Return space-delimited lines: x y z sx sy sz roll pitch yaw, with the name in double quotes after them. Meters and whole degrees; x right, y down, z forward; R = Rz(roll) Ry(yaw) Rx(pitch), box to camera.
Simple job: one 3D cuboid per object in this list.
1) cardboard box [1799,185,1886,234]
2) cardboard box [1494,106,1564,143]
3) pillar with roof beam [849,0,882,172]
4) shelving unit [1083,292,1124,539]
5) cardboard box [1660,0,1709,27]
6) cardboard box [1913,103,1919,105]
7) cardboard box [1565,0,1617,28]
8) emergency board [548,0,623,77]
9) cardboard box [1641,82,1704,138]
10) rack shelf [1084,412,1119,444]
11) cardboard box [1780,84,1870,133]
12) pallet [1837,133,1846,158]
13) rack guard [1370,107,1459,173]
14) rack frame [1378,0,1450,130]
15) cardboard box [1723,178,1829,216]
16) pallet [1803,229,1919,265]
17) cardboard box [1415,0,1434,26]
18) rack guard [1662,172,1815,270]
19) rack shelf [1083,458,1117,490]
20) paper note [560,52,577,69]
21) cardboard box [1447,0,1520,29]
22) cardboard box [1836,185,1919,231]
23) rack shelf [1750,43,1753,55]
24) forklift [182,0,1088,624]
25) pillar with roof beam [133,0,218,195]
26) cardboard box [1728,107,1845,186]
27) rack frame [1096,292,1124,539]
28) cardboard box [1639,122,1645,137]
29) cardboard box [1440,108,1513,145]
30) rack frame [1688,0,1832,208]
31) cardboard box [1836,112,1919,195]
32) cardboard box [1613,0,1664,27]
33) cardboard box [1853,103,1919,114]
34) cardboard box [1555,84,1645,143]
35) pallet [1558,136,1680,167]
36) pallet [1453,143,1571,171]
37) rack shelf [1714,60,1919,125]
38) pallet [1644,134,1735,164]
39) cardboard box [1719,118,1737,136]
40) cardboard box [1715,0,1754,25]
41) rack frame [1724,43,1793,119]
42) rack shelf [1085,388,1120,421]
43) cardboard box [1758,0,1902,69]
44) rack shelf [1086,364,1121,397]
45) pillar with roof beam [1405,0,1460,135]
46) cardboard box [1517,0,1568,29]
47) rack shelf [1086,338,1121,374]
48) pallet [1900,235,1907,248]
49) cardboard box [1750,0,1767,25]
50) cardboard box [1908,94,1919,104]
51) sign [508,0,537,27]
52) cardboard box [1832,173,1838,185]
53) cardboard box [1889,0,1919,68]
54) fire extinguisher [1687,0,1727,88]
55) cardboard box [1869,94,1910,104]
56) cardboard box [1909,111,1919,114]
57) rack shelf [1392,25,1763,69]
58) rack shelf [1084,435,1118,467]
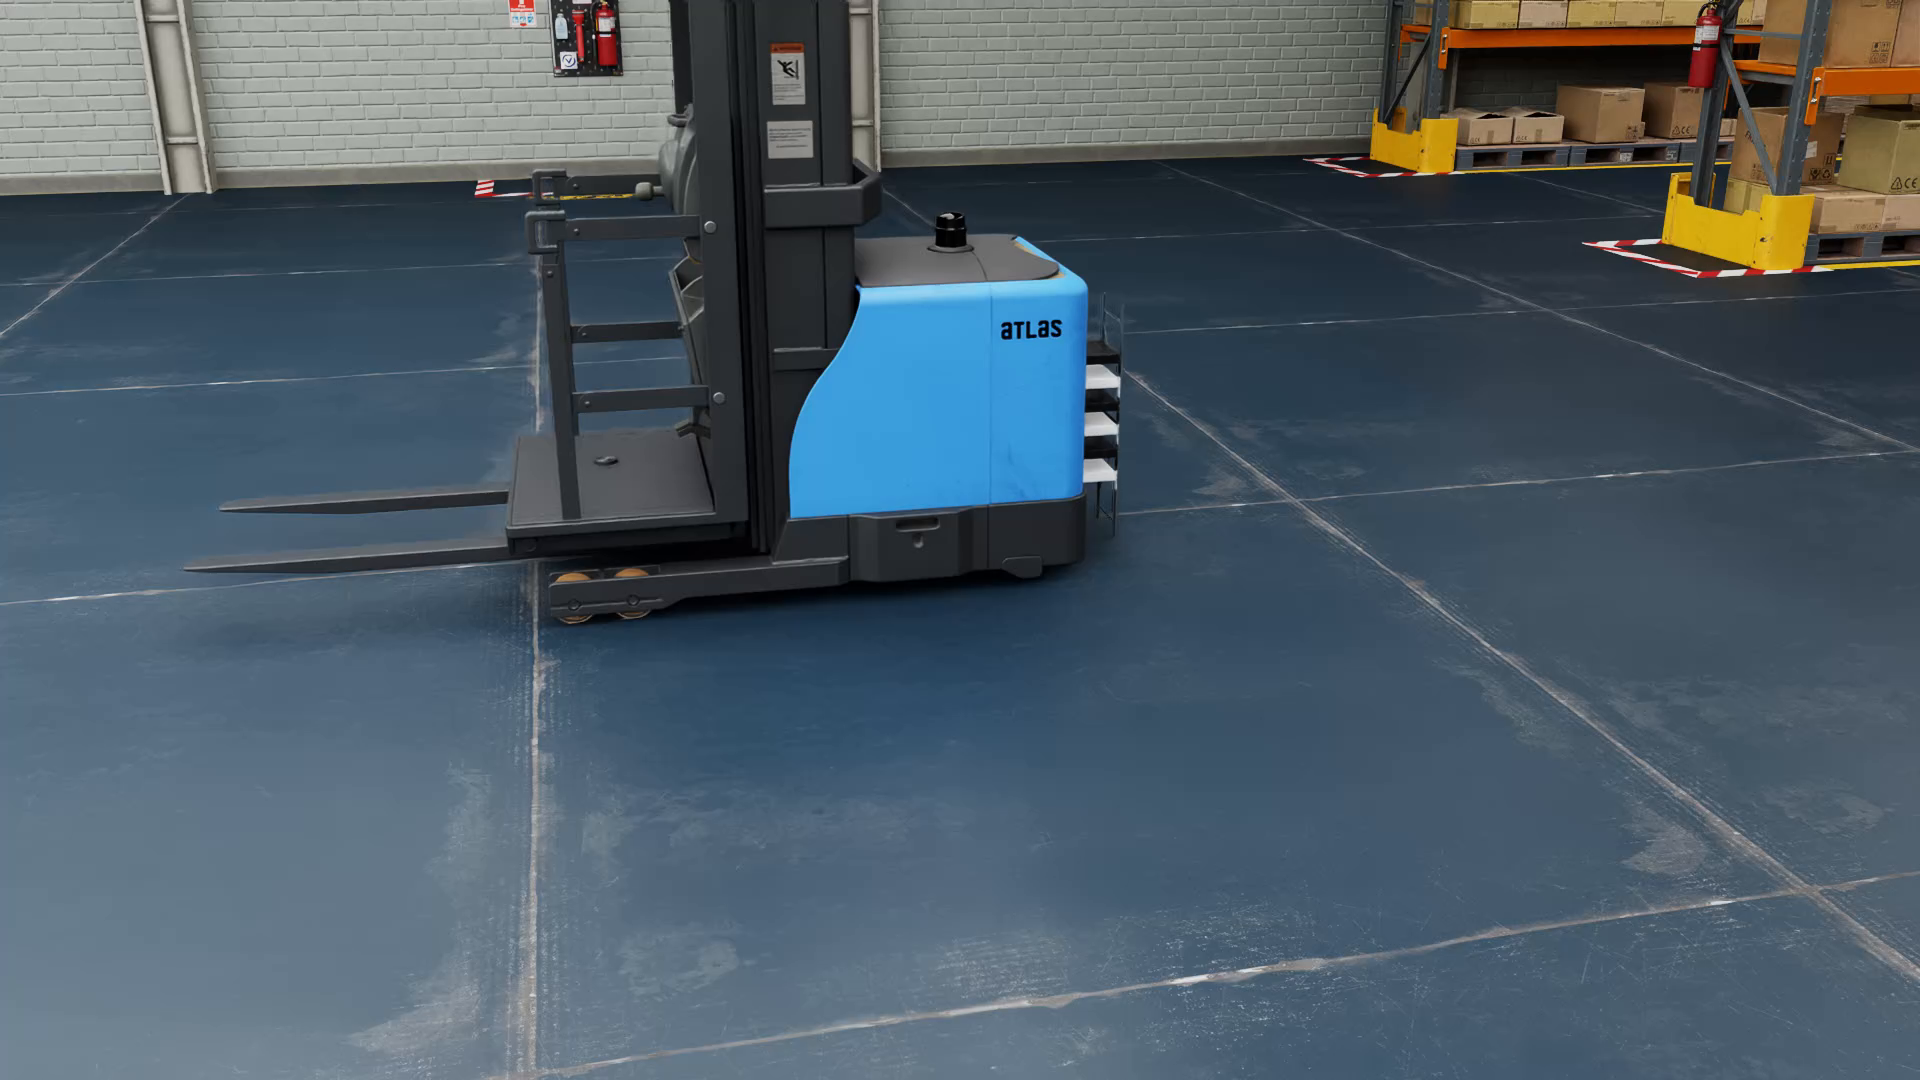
6.093 -2.325 11.688 0.500 0.250 0.500 -5 21 -12 "cardboard box"
5.626 -4.123 16.477 0.500 0.311 0.500 -3 20 -8 "cardboard box"
0.011 -6.355 10.580 0.400 9.000 9.100 -5 21 -12 "pillar with roof beam"
0.465 -0.458 6.256 0.210 0.900 0.258 -4 21 -12 "shelving unit"
6.906 -5.144 16.184 0.500 0.250 0.500 -5 21 -13 "cardboard box"
7.430 -2.974 12.370 0.500 0.500 0.500 -5 21 -12 "cardboard box"
5.924 -5.064 15.968 0.500 0.250 0.500 -5 21 -13 "cardboard box"
-3.394 -4.796 15.046 0.643 1.169 0.194 -5 21 -12 "emergency board"
7.269 -4.363 16.858 0.500 0.500 0.500 -6 21 -17 "cardboard box"
0.465 -0.426 6.267 0.200 0.077 0.258 -4 21 -12 "rack shelf"
8.982 -4.522 17.293 0.500 0.500 0.700 -4 20 -11 "cardboard box"
9.027 -4.178 17.414 1.213 0.211 1.003 -5 21 -12 "pallet"
4.451 -3.941 16.346 0.348 0.500 1.175 -5 21 -12 "rack guard"
4.377 -5.109 15.900 0.127 3.000 1.000 -5 21 -12 "rack frame"
5.974 -2.498 12.161 0.500 0.250 0.500 -5 21 -12 "cardboard box"
6.255 -2.216 12.057 1.213 0.211 1.003 -5 21 -12 "pallet"
4.787 -5.150 16.201 0.500 0.250 0.500 -4 21 -12 "cardboard box"
5.497 -2.275 11.799 0.348 0.500 1.175 -5 21 -12 "rack guard"
0.465 -0.257 6.329 0.200 0.077 0.258 -4 21 -12 "rack shelf"
-3.582 -4.391 15.223 0.142 0.148 0.016 -5 21 -12 "paper note"
4.925 -4.980 15.738 0.500 0.250 0.500 -5 21 -14 "cardboard box"
6.579 -2.366 11.799 0.500 0.250 0.500 -5 21 -12 "cardboard box"
10.216 -5.246 17.320 4.000 0.370 1.077 -5 21 -12 "rack shelf"
-1.123 -1.295 5.589 3.031 2.935 1.130 -4 21 -12 "forklift"
-5.828 -5.880 9.283 0.400 9.000 9.100 -5 21 -12 "pillar with roof beam"
5.974 -2.851 12.034 0.500 0.500 0.500 -5 21 -12 "cardboard box"
0.564 -0.465 6.276 0.006 0.900 0.240 -4 21 -12 "rack frame"
6.708 -4.173 16.852 0.250 0.149 0.380 -6 21 -17 "cardboard box"
5.071 -4.077 16.354 0.500 0.311 0.500 -7 21 -19 "cardboard box"
5.520 -3.451 11.374 0.127 3.000 1.000 -5 21 -12 "rack frame"
6.580 -2.717 11.668 0.500 0.500 0.500 -5 21 -12 "cardboard box"
6.416 -5.104 16.075 0.500 0.250 0.500 -4 21 -12 "cardboard box"
6.944 -2.935 12.263 0.500 0.500 0.500 -5 21 -12 "cardboard box"
6.351 -4.253 16.558 0.500 0.500 0.700 -6 21 -16 "cardboard box"
6.434 -3.953 16.800 1.213 0.211 1.003 -5 21 -12 "pallet"
5.249 -3.858 16.539 1.213 0.211 1.003 -5 21 -12 "pallet"
7.467 -3.271 11.930 4.000 0.370 1.077 -5 21 -12 "rack shelf"
7.624 -4.051 17.067 1.213 0.211 1.003 -5 21 -12 "pallet"
7.756 -4.249 17.033 0.250 0.166 0.380 -7 21 -20 "cardboard box"
7.391 -5.189 16.307 0.500 0.250 0.500 -5 21 -12 "cardboard box"
8.269 -5.425 16.764 0.127 3.000 1.000 -5 21 -12 "rack frame"
0.465 -0.511 6.236 0.200 0.077 0.258 -4 21 -12 "rack shelf"
5.978 -3.530 11.446 0.500 0.500 0.700 -5 21 -12 "cardboard box"
0.465 -0.595 6.205 0.200 0.077 0.258 -4 21 -12 "rack shelf"
5.850 -6.830 11.876 0.400 9.000 9.100 -5 21 -12 "pillar with roof beam"
5.427 -5.026 15.863 0.500 0.250 0.500 -5 21 -14 "cardboard box"
0.465 -0.680 6.174 0.200 0.077 0.258 -4 21 -12 "rack shelf"
7.440 -2.311 12.318 1.213 0.211 1.003 -5 21 -12 "pallet"
7.878 -5.225 16.407 0.500 0.250 0.500 -5 21 -12 "cardboard box"
9.979 -4.607 17.524 0.500 0.500 0.700 -4 21 -12 "cardboard box"
-3.956 -4.803 15.015 0.234 0.329 0.001 -5 21 -12 "sign"
6.458 -2.542 12.280 0.500 0.250 0.500 -5 21 -12 "cardboard box"
6.488 -3.574 11.564 0.500 0.500 0.700 -4 21 -11 "cardboard box"
5.298 -3.561 11.786 0.183 0.674 0.296 -5 21 -12 "fire extinguisher"
9.473 -4.580 17.450 0.500 0.500 0.700 -5 21 -14 "cardboard box"
7.063 -2.761 11.788 0.500 0.500 0.500 -5 21 -12 "cardboard box"
6.323 -4.929 16.456 4.000 0.370 1.077 -5 21 -12 "rack shelf"
0.465 -0.342 6.298 0.200 0.077 0.258 -4 21 -12 "rack shelf"
